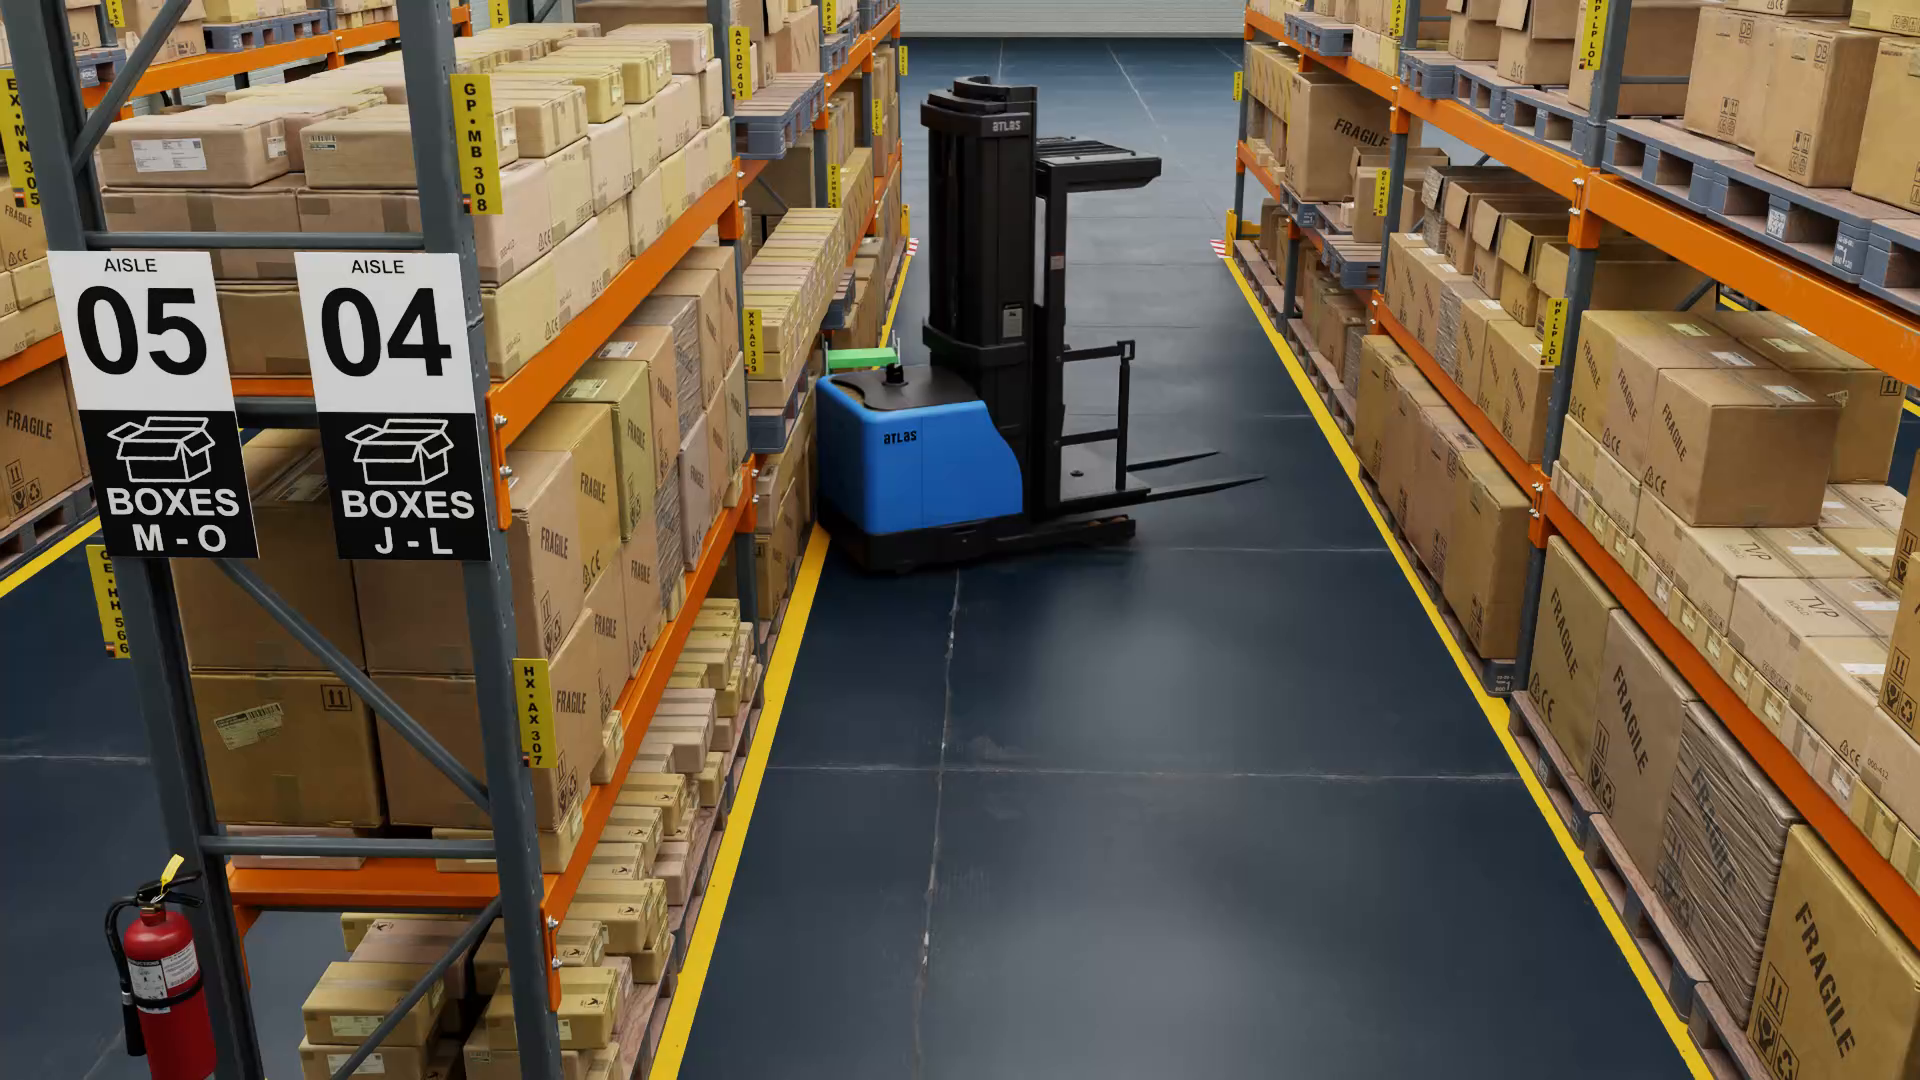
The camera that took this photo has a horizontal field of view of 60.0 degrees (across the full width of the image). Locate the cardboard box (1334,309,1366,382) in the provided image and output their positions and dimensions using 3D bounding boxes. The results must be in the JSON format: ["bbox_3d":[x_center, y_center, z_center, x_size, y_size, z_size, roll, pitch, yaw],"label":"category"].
[{"bbox_3d":[3.524,-1.623,13.912,0.700,0.500,0.500,2,21,6],"label":"cardboard box"}]

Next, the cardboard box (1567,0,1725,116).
[{"bbox_3d":[3.396,-2.339,8.046,0.700,0.500,0.500,1,21,3],"label":"cardboard box"}]

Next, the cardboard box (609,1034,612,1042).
[{"bbox_3d":[-1.426,1.718,5.814,0.380,0.149,0.250,1,21,1],"label":"cardboard box"}]

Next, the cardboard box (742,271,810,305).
[{"bbox_3d":[-1.065,-1.449,9.562,0.380,0.149,0.250,0,21,1],"label":"cardboard box"}]

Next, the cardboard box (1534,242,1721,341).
[{"bbox_3d":[3.399,-1.234,8.538,0.797,0.503,0.637,0,21,0],"label":"cardboard box"}]

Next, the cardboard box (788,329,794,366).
[{"bbox_3d":[-1.089,-1.028,8.888,0.380,0.149,0.250,0,21,1],"label":"cardboard box"}]

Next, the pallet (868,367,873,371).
[{"bbox_3d":[-1.306,-1.450,14.475,1.003,0.211,1.213,1,21,2],"label":"pallet"}]

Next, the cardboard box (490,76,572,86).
[{"bbox_3d":[-1.434,-1.367,5.224,0.380,0.149,0.250,1,21,3],"label":"cardboard box"}]

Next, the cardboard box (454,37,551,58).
[{"bbox_3d":[-1.864,-1.942,6.705,0.380,0.149,0.250,0,21,0],"label":"cardboard box"}]

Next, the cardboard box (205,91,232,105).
[{"bbox_3d":[-6.642,-4.008,15.184,0.380,0.149,0.250,1,21,1],"label":"cardboard box"}]

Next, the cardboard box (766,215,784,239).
[{"bbox_3d":[-1.161,-2.232,12.497,0.500,0.500,0.500,1,21,2],"label":"cardboard box"}]

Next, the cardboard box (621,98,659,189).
[{"bbox_3d":[-1.359,-1.405,5.873,0.500,0.250,0.500,0,21,0],"label":"cardboard box"}]

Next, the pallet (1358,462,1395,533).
[{"bbox_3d":[3.410,-0.351,11.641,1.003,0.211,1.213,1,21,2],"label":"pallet"}]

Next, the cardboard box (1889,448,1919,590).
[{"bbox_3d":[3.576,0.000,5.640,0.500,0.500,0.500,0,21,0],"label":"cardboard box"}]

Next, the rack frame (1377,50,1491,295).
[{"bbox_3d":[3.510,-1.935,11.869,1.000,3.000,0.127,1,21,2],"label":"rack frame"}]

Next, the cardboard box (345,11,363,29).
[{"bbox_3d":[-5.953,-4.976,15.906,0.380,0.149,0.250,1,21,2],"label":"cardboard box"}]

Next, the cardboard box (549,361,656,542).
[{"bbox_3d":[-1.362,-0.315,5.762,0.500,0.500,0.500,0,21,0],"label":"cardboard box"}]

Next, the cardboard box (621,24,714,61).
[{"bbox_3d":[-1.303,-2.211,7.399,0.380,0.149,0.250,0,21,-1],"label":"cardboard box"}]

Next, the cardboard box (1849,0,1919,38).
[{"bbox_3d":[3.338,-1.810,5.506,0.500,0.250,0.500,0,21,0],"label":"cardboard box"}]

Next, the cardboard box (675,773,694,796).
[{"bbox_3d":[-1.367,1.006,7.239,0.380,0.149,0.250,0,21,-1],"label":"cardboard box"}]

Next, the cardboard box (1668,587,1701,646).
[{"bbox_3d":[3.001,0.295,6.468,0.380,0.149,0.250,0,21,0],"label":"cardboard box"}]

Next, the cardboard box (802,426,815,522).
[{"bbox_3d":[-1.223,-0.437,10.883,0.500,0.500,0.500,0,21,-1],"label":"cardboard box"}]

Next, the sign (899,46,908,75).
[{"bbox_3d":[-0.660,-5.558,19.278,0.100,0.325,0.005,1,21,2],"label":"sign"}]

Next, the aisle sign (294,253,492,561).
[{"bbox_3d":[-1.391,-0.316,4.102,0.394,0.787,0.004,1,21,2],"label":"aisle sign"}]

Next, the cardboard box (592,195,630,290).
[{"bbox_3d":[-1.396,-0.998,5.516,0.500,0.250,0.500,0,21,0],"label":"cardboard box"}]

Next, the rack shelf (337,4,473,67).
[{"bbox_3d":[-6.213,-5.276,17.329,1.077,0.370,4.000,1,21,2],"label":"rack shelf"}]

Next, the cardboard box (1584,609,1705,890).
[{"bbox_3d":[3.261,0.869,6.999,0.875,0.875,0.875,1,21,2],"label":"cardboard box"}]

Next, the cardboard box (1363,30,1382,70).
[{"bbox_3d":[3.281,-3.618,12.266,0.500,0.250,0.500,1,21,1],"label":"cardboard box"}]

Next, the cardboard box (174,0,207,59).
[{"bbox_3d":[-6.378,-4.042,13.011,0.797,0.503,0.637,1,21,2],"label":"cardboard box"}]

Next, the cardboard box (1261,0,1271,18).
[{"bbox_3d":[3.451,-5.619,17.425,0.500,0.250,0.500,1,21,1],"label":"cardboard box"}]

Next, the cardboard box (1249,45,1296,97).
[{"bbox_3d":[3.442,-5.102,18.101,0.500,0.500,0.500,1,21,2],"label":"cardboard box"}]

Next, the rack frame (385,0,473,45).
[{"bbox_3d":[-6.152,-4.937,19.605,1.000,3.000,0.127,1,21,2],"label":"rack frame"}]

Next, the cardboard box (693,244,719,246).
[{"bbox_3d":[-1.691,-1.742,10.316,0.380,0.149,0.250,1,21,3],"label":"cardboard box"}]

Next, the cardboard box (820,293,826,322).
[{"bbox_3d":[-1.045,-1.458,10.406,0.380,0.149,0.250,1,21,3],"label":"cardboard box"}]

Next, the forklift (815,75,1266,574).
[{"bbox_3d":[0.609,-1.487,10.810,3.031,2.935,1.130,-9,23,-22],"label":"forklift"}]

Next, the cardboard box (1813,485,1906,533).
[{"bbox_3d":[3.608,-0.023,6.738,0.500,0.250,0.500,1,21,3],"label":"cardboard box"}]

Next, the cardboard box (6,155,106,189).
[{"bbox_3d":[-6.150,-2.367,11.462,0.500,0.500,0.500,0,21,0],"label":"cardboard box"}]

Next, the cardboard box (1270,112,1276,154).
[{"bbox_3d":[3.728,-4.271,17.341,0.875,0.500,0.500,1,21,2],"label":"cardboard box"}]

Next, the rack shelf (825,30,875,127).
[{"bbox_3d":[-1.384,-3.812,13.555,1.077,0.370,4.000,1,21,2],"label":"rack shelf"}]

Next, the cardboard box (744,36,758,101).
[{"bbox_3d":[-1.330,-2.448,8.588,0.500,0.311,0.500,0,21,1],"label":"cardboard box"}]

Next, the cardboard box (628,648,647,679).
[{"bbox_3d":[-1.383,0.399,6.201,0.380,0.149,0.250,0,21,1],"label":"cardboard box"}]

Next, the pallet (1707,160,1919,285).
[{"bbox_3d":[3.313,-1.110,5.719,1.003,0.211,1.213,1,21,2],"label":"pallet"}]

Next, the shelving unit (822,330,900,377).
[{"bbox_3d":[-0.675,-0.823,11.491,0.503,1.200,0.258,-4,22,-10],"label":"shelving unit"}]

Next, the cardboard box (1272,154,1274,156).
[{"bbox_3d":[3.488,-3.977,17.479,0.380,0.149,0.250,1,21,2],"label":"cardboard box"}]

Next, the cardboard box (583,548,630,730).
[{"bbox_3d":[-1.408,0.328,5.487,0.500,0.500,0.500,1,21,2],"label":"cardboard box"}]

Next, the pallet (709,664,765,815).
[{"bbox_3d":[-1.552,0.963,8.254,1.003,0.211,1.213,1,21,2],"label":"pallet"}]

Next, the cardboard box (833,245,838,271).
[{"bbox_3d":[-1.017,-1.868,11.052,0.380,0.149,0.250,1,21,3],"label":"cardboard box"}]

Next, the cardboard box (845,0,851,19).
[{"bbox_3d":[-1.157,-4.435,13.571,0.500,0.311,0.500,0,21,0],"label":"cardboard box"}]

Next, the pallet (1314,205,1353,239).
[{"bbox_3d":[3.529,-2.562,13.750,1.003,0.211,1.213,1,21,2],"label":"pallet"}]

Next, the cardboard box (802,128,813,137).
[{"bbox_3d":[-1.407,-2.884,12.794,0.700,0.500,0.500,0,21,1],"label":"cardboard box"}]

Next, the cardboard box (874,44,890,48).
[{"bbox_3d":[-1.252,-5.358,18.992,0.875,0.550,0.550,1,21,2],"label":"cardboard box"}]

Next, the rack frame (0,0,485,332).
[{"bbox_3d":[-1.688,-1.930,3.564,1.000,3.000,0.127,1,21,2],"label":"rack frame"}]

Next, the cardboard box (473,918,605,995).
[{"bbox_3d":[-1.445,1.436,5.720,0.380,0.149,0.250,1,21,3],"label":"cardboard box"}]

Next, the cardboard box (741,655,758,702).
[{"bbox_3d":[-1.238,0.699,8.441,0.380,0.149,0.250,1,21,2],"label":"cardboard box"}]

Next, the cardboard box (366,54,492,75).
[{"bbox_3d":[-1.900,-1.655,5.967,0.380,0.149,0.250,0,21,0],"label":"cardboard box"}]

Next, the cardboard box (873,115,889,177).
[{"bbox_3d":[-1.196,-4.069,17.161,0.875,0.550,0.550,1,21,2],"label":"cardboard box"}]

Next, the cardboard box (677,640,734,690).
[{"bbox_3d":[-1.286,0.591,7.898,0.380,0.149,0.250,0,21,1],"label":"cardboard box"}]

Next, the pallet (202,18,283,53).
[{"bbox_3d":[-6.428,-4.204,13.830,1.213,0.211,1.003,1,21,2],"label":"pallet"}]
